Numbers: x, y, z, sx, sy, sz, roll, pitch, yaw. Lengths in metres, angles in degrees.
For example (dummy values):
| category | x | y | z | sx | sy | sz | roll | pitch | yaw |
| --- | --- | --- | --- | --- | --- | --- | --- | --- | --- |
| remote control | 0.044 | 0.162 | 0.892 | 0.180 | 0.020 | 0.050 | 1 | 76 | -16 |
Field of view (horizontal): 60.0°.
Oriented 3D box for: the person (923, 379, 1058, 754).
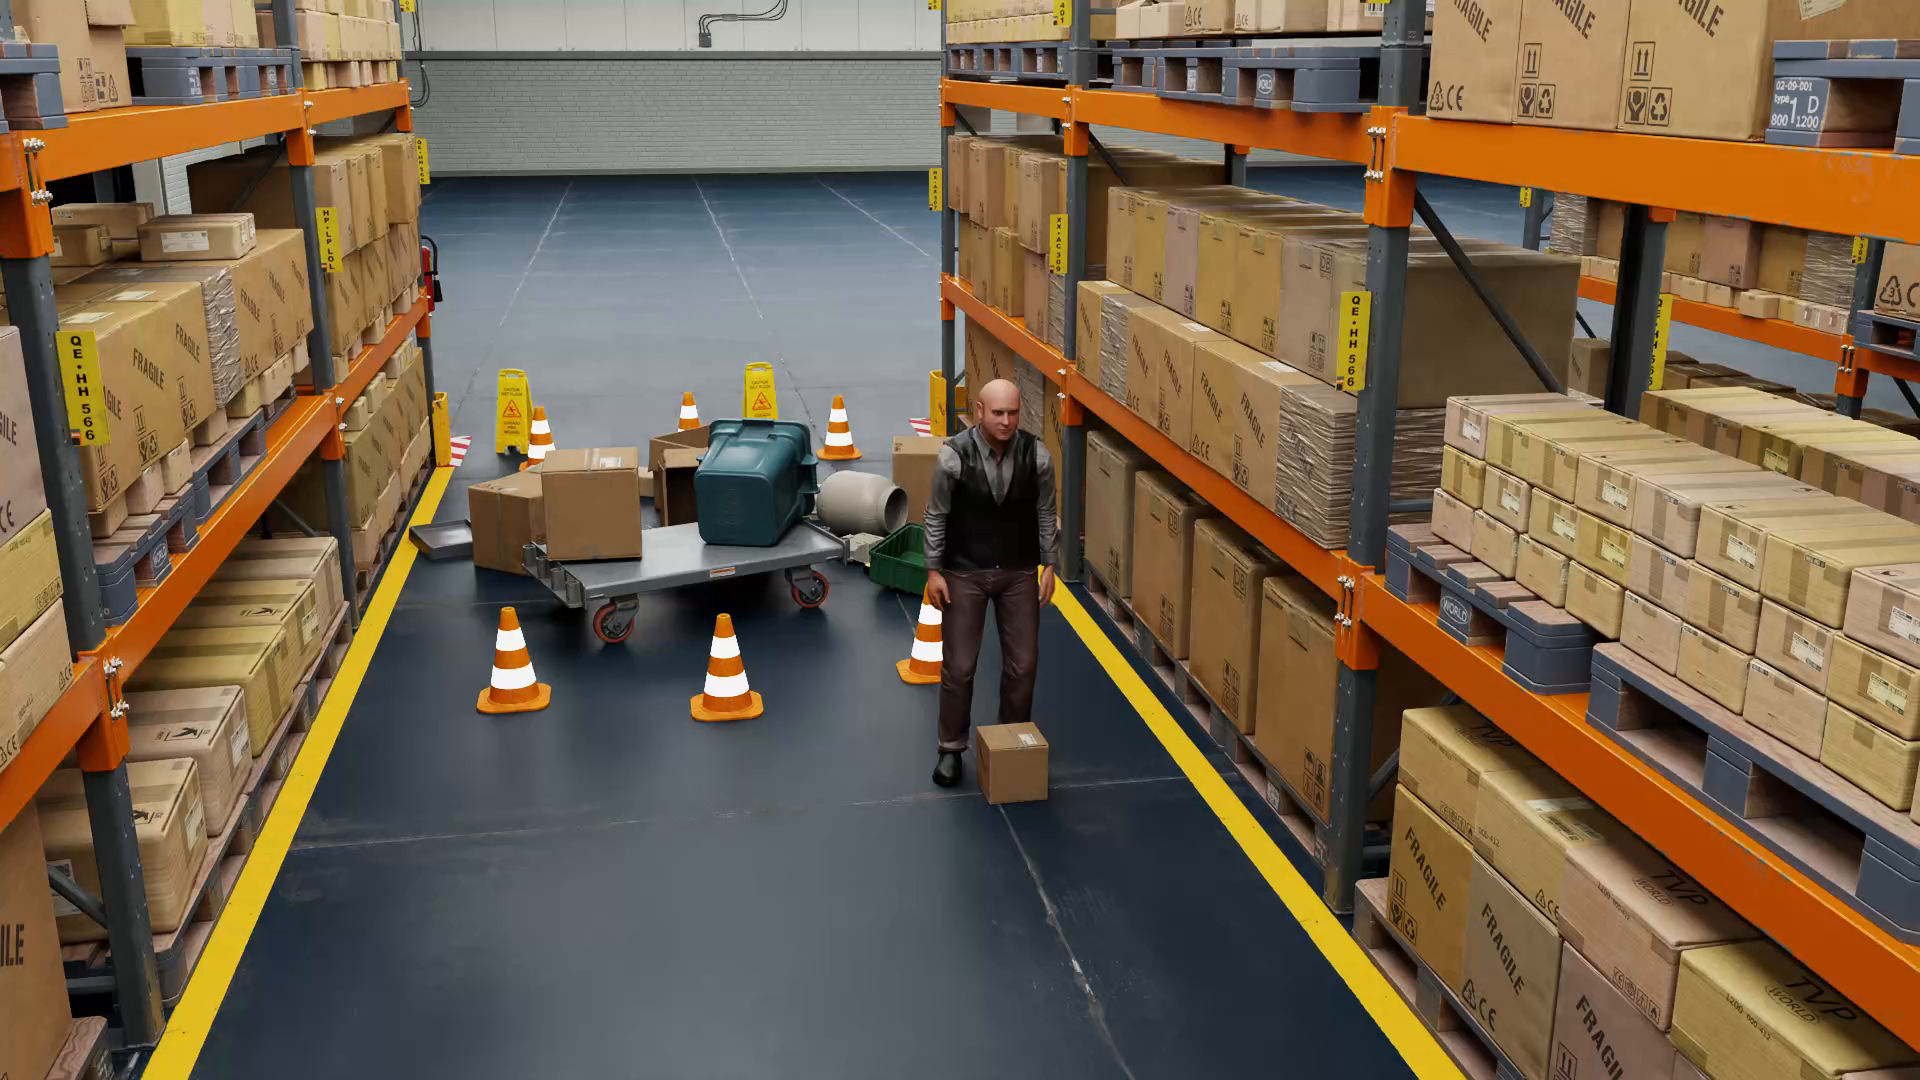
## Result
| category | x | y | z | sx | sy | sz | roll | pitch | yaw |
| --- | --- | --- | --- | --- | --- | --- | --- | --- | --- |
| person | 0.129 | 0.127 | 7.043 | 0.579 | 1.664 | 0.410 | -3 | 17 | -11 |
